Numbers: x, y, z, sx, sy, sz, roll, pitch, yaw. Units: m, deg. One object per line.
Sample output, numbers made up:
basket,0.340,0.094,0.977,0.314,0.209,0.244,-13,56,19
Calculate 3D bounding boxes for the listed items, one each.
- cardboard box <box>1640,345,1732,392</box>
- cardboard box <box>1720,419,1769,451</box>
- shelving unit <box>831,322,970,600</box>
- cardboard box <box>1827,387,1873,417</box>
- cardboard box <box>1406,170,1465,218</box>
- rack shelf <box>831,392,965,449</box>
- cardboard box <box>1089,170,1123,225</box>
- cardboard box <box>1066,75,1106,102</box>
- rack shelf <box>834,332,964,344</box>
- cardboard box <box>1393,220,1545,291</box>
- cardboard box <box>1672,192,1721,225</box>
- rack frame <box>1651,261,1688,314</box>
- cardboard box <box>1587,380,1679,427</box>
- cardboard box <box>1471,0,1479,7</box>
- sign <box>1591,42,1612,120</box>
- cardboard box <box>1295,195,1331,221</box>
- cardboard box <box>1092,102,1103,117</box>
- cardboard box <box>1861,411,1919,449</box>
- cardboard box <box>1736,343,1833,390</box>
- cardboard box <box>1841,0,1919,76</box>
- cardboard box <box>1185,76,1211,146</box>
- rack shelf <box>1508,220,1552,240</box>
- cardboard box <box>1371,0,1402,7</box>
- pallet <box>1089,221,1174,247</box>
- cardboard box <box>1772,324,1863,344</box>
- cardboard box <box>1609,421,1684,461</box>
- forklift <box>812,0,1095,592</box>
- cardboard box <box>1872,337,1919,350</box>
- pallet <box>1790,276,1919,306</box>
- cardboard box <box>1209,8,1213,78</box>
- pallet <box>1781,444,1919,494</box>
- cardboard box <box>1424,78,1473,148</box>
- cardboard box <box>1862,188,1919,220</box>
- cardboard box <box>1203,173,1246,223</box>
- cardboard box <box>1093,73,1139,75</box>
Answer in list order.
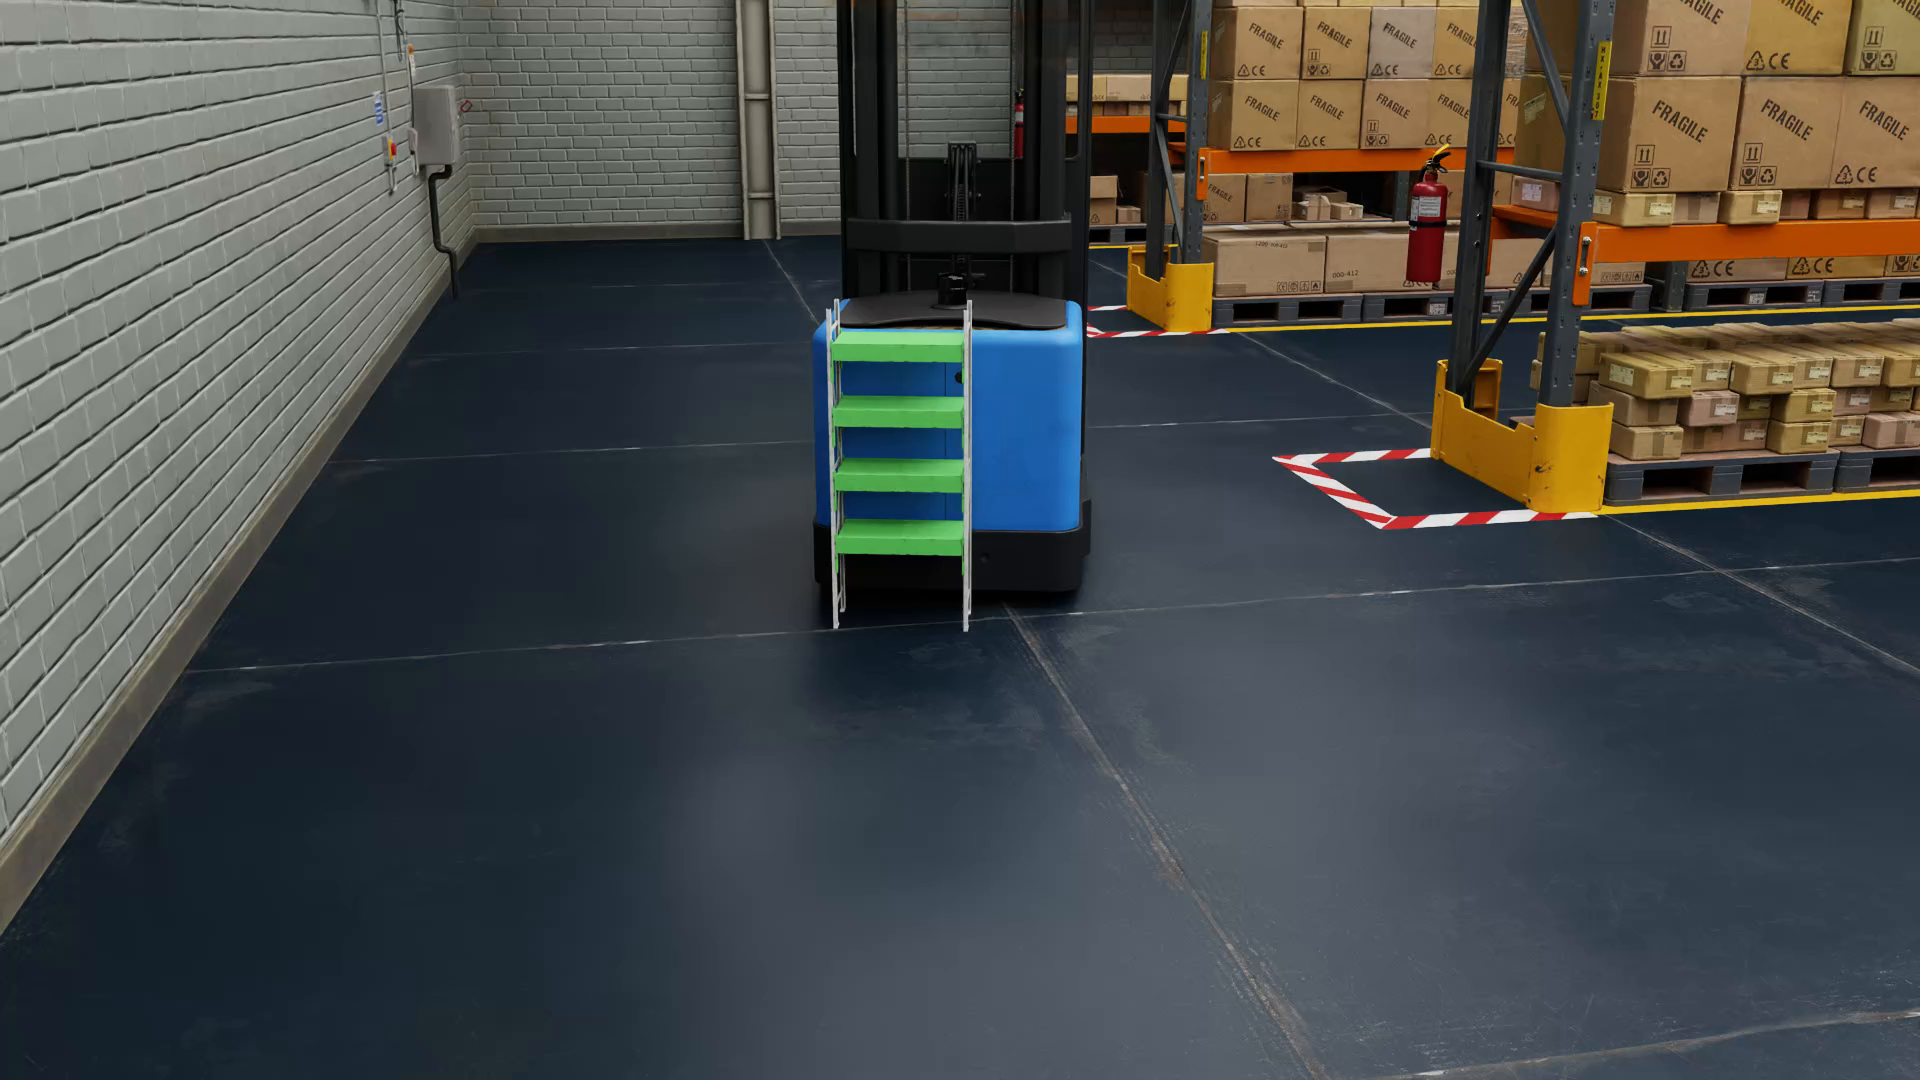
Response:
cardboard box,3.493,-0.830,8.031,0.250,0.149,0.380,-3,17,-9
cardboard box,3.725,-0.555,8.149,0.250,0.149,0.380,-3,17,-10
shelving unit,-0.212,-0.271,6.152,0.487,1.046,0.258,1,17,3
cardboard box,4.247,-0.725,8.195,0.250,0.149,0.380,-4,18,-13
cardboard box,5.128,-3.769,18.015,0.500,0.500,0.500,-2,17,-8
rack shelf,-0.215,-0.440,6.100,0.480,0.148,0.258,1,17,3
cardboard box,1.301,-3.592,17.435,0.637,0.503,0.797,-4,18,-13
cardboard box,1.179,-4.596,16.916,0.500,0.250,0.500,-3,17,-10
rack shelf,-0.215,-0.720,6.014,0.457,0.021,0.221,1,17,3
cardboard box,4.040,-2.292,13.314,0.875,0.438,0.875,-4,17,-12
cardboard box,3.289,-1.555,7.695,0.250,0.149,0.380,-3,17,-8
rack frame,5.555,-3.370,13.175,0.127,3.000,1.000,-3,17,-10
cardboard box,6.130,-0.860,8.545,6.161,0.500,0.689,-3,17,-8
cardboard box,3.808,-4.026,12.333,0.250,0.149,0.380,-3,17,-10
sign,2.769,-1.983,7.186,0.005,0.325,0.100,-3,17,-10
cardboard box,3.768,-3.559,17.731,0.258,0.266,0.396,-3,17,-8
cardboard box,1.298,-4.425,17.036,0.250,0.149,0.380,-3,17,-9
cardboard box,4.491,-0.568,8.192,0.250,0.149,0.380,-4,18,-13
cardboard box,3.992,-0.844,8.079,0.250,0.149,0.380,-4,18,-13
cardboard box,4.167,-2.395,7.620,0.500,0.500,0.500,-4,17,-12
cardboard box,2.051,-3.298,12.771,0.500,0.500,0.500,-3,17,-10
rack shelf,4.630,-1.562,8.269,3.687,0.071,0.831,-3,17,-10
cardboard box,3.053,-3.989,12.213,0.250,0.149,0.380,-3,17,-10
pallet,1.540,-3.294,17.676,1.213,0.211,1.003,-3,17,-10
cardboard box,4.425,-1.009,8.616,0.250,0.149,0.380,-4,17,-12
cardboard box,3.241,-0.501,7.974,0.250,0.149,0.380,-3,17,-9
forklift,0.039,-1.584,7.476,1.130,2.935,3.031,1,17,3
cardboard box,4.762,-0.900,8.260,0.250,0.149,0.380,-3,17,-10
pallet,7.499,-2.171,14.020,1.213,0.211,1.003,-3,17,-10
cardboard box,2.056,-3.768,12.599,0.500,0.500,0.500,-3,17,-9
pallet,4.741,-0.499,8.577,1.213,0.211,1.003,-3,17,-10
cardboard box,3.637,-3.231,12.552,0.500,0.500,0.500,-3,17,-9
cardboard box,4.310,-1.623,7.914,0.250,0.149,0.380,-4,17,-12
cardboard box,2.686,-3.628,17.556,0.500,0.500,0.500,-3,17,-9
cardboard box,1.590,-4.779,17.511,0.500,0.250,0.500,-3,17,-10
